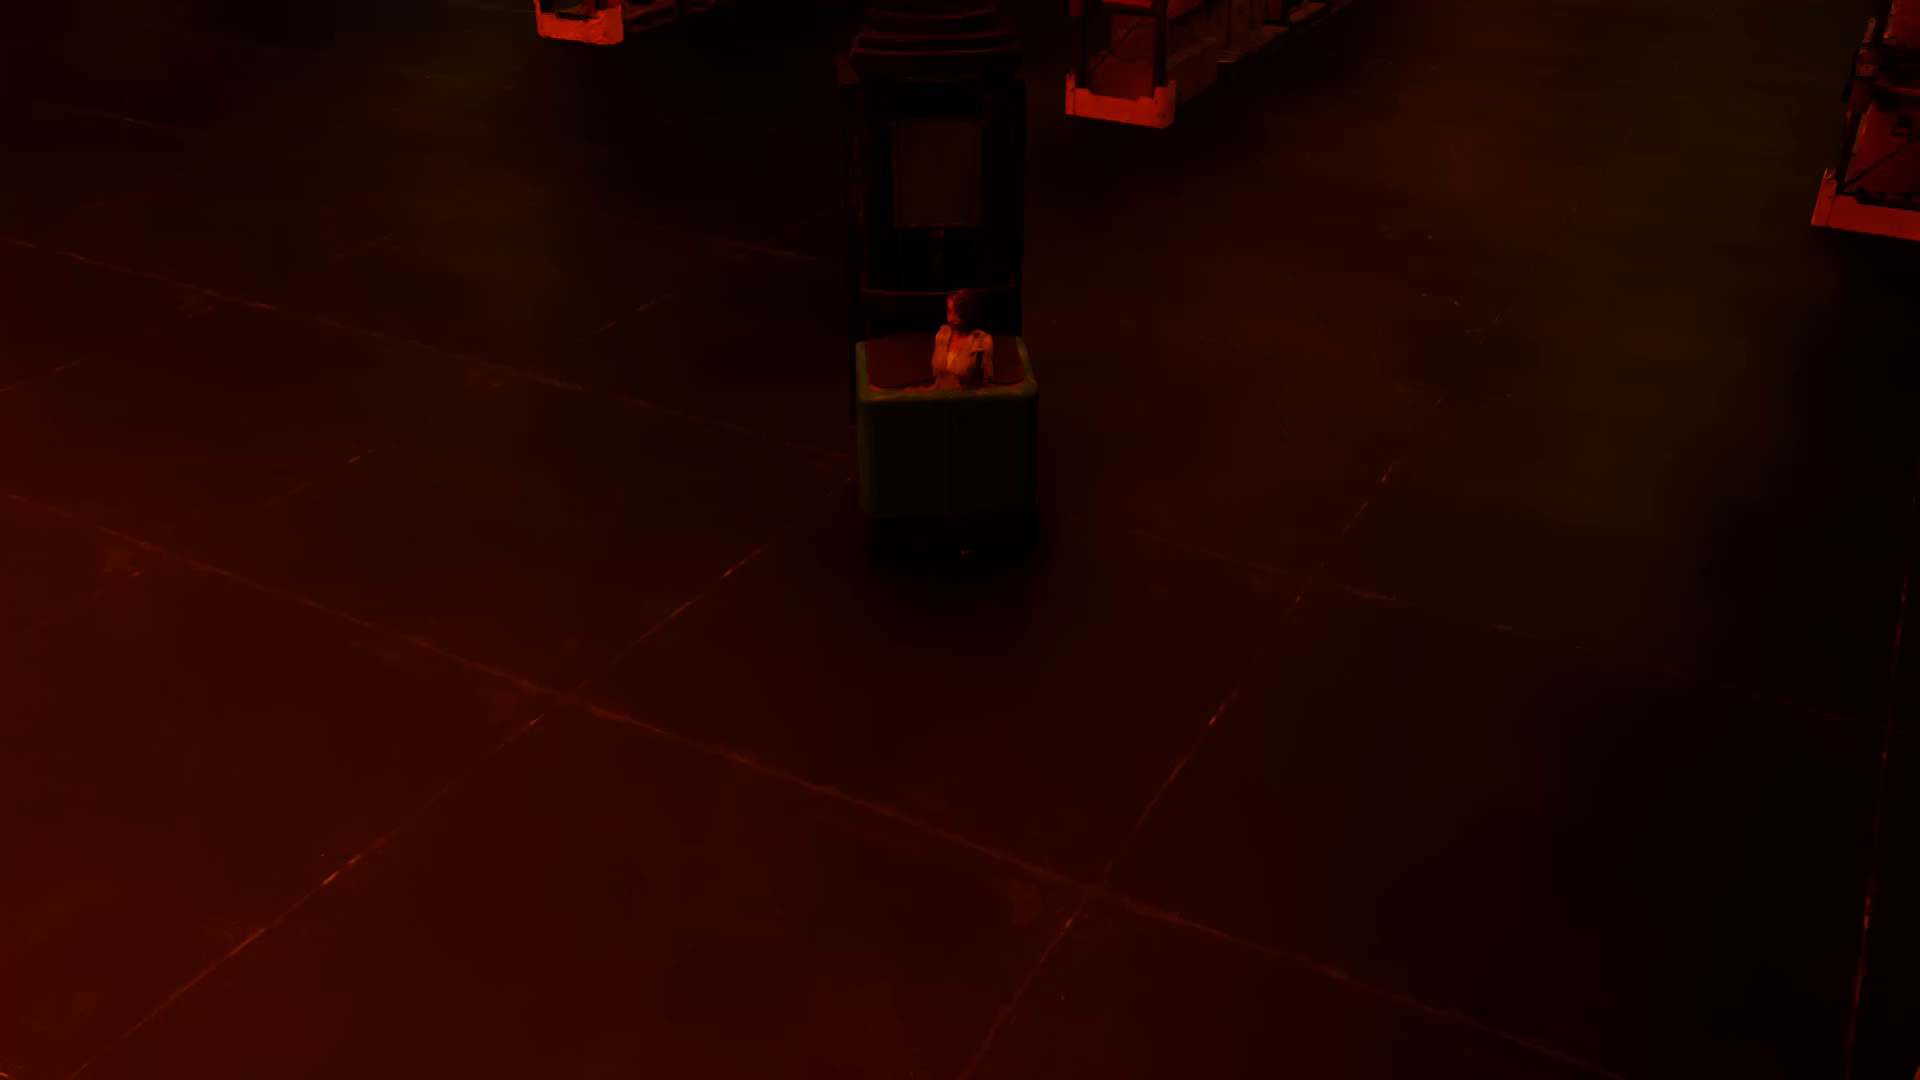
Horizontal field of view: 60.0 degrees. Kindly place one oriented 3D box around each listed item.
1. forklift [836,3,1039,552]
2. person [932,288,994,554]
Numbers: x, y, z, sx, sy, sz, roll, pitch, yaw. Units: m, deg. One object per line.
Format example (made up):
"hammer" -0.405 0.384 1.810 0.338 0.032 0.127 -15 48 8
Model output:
"forklift" -0.183 -1.908 10.377 1.130 2.935 3.031 -2 30 -4
"person" -0.027 -0.661 9.566 0.407 1.586 0.401 15 33 25
